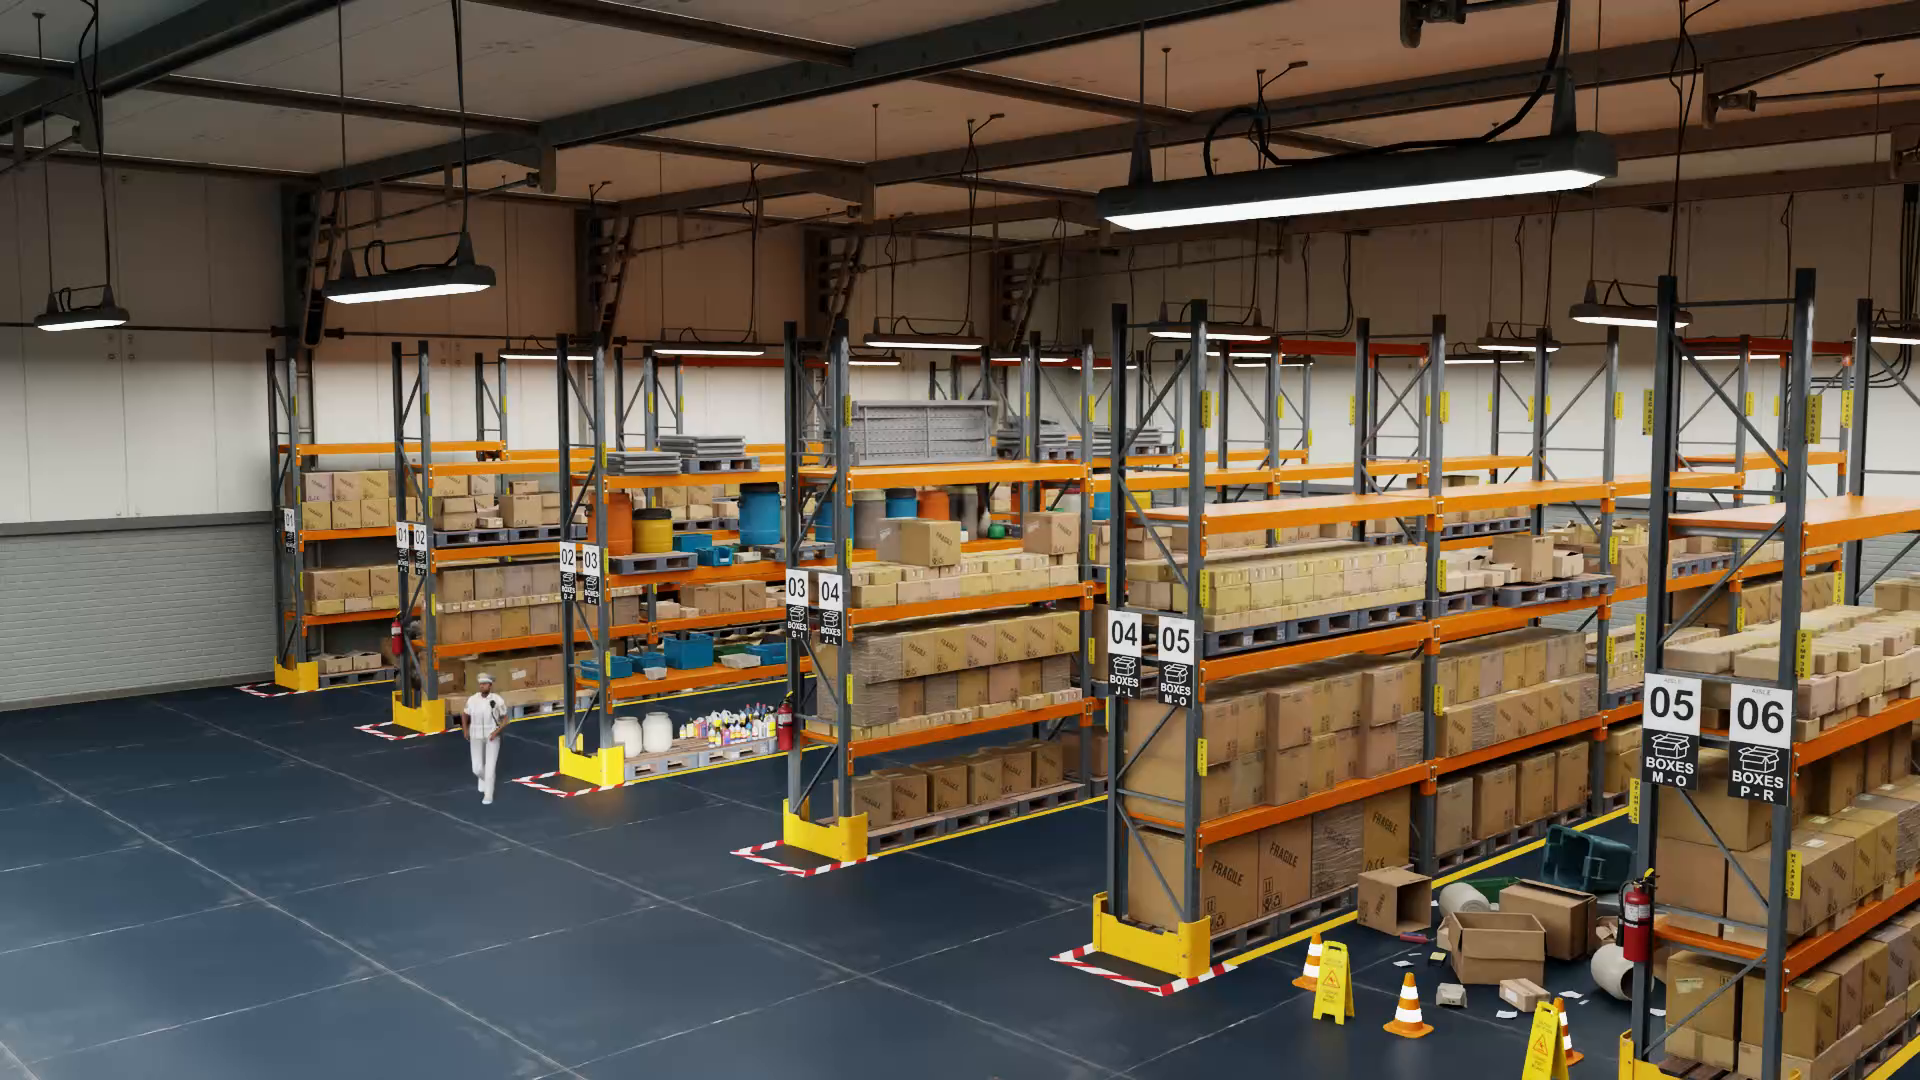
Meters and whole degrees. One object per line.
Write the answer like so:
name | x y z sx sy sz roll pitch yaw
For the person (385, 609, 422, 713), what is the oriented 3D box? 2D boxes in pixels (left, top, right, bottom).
person | -9.108 1.921 27.306 0.695 1.710 0.933 4 6 39

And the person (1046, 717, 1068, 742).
person | 1.442 2.360 23.634 0.520 1.553 0.576 4 6 39

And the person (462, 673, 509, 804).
person | -6.068 2.517 21.247 0.593 1.649 0.526 -1 5 -7
